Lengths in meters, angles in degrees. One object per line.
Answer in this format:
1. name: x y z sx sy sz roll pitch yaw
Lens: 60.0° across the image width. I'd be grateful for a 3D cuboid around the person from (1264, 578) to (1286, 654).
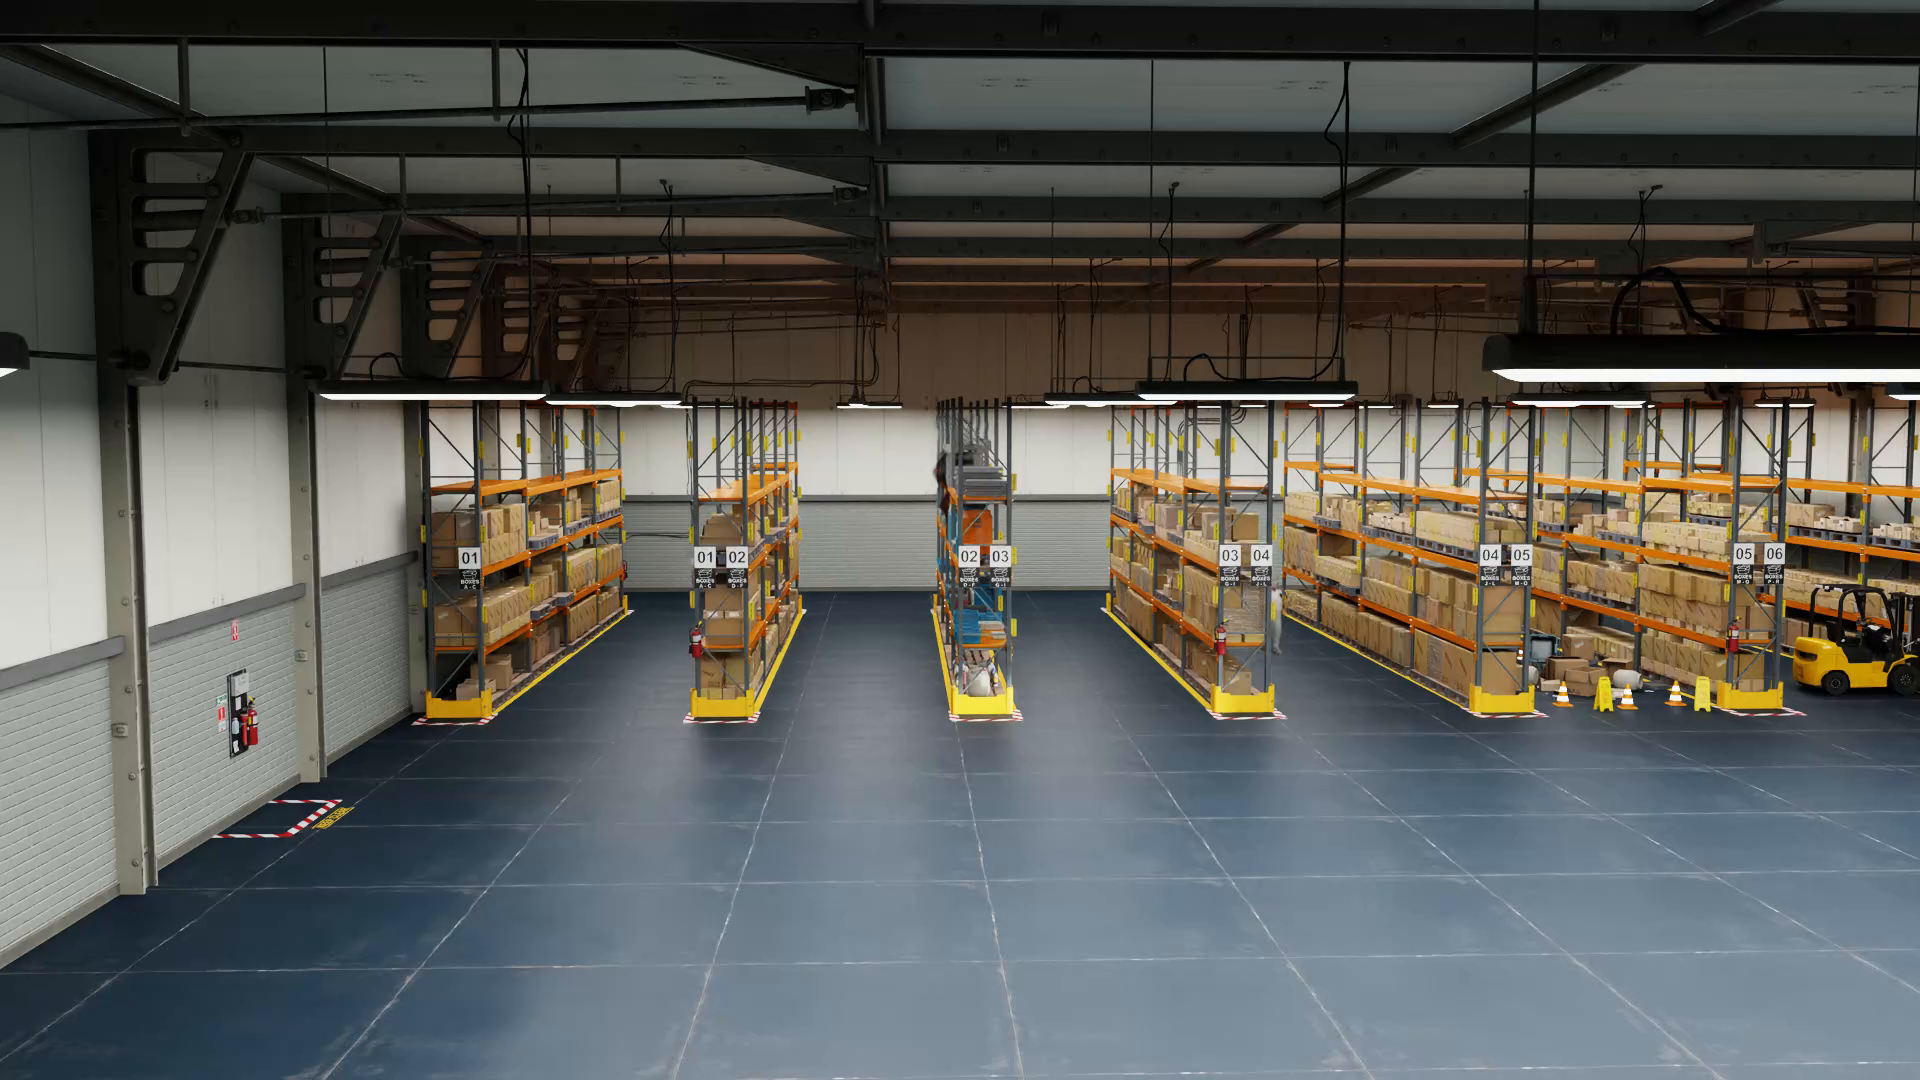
1. person: 7.461 1.781 39.706 0.688 1.787 0.817 -1 5 -16
